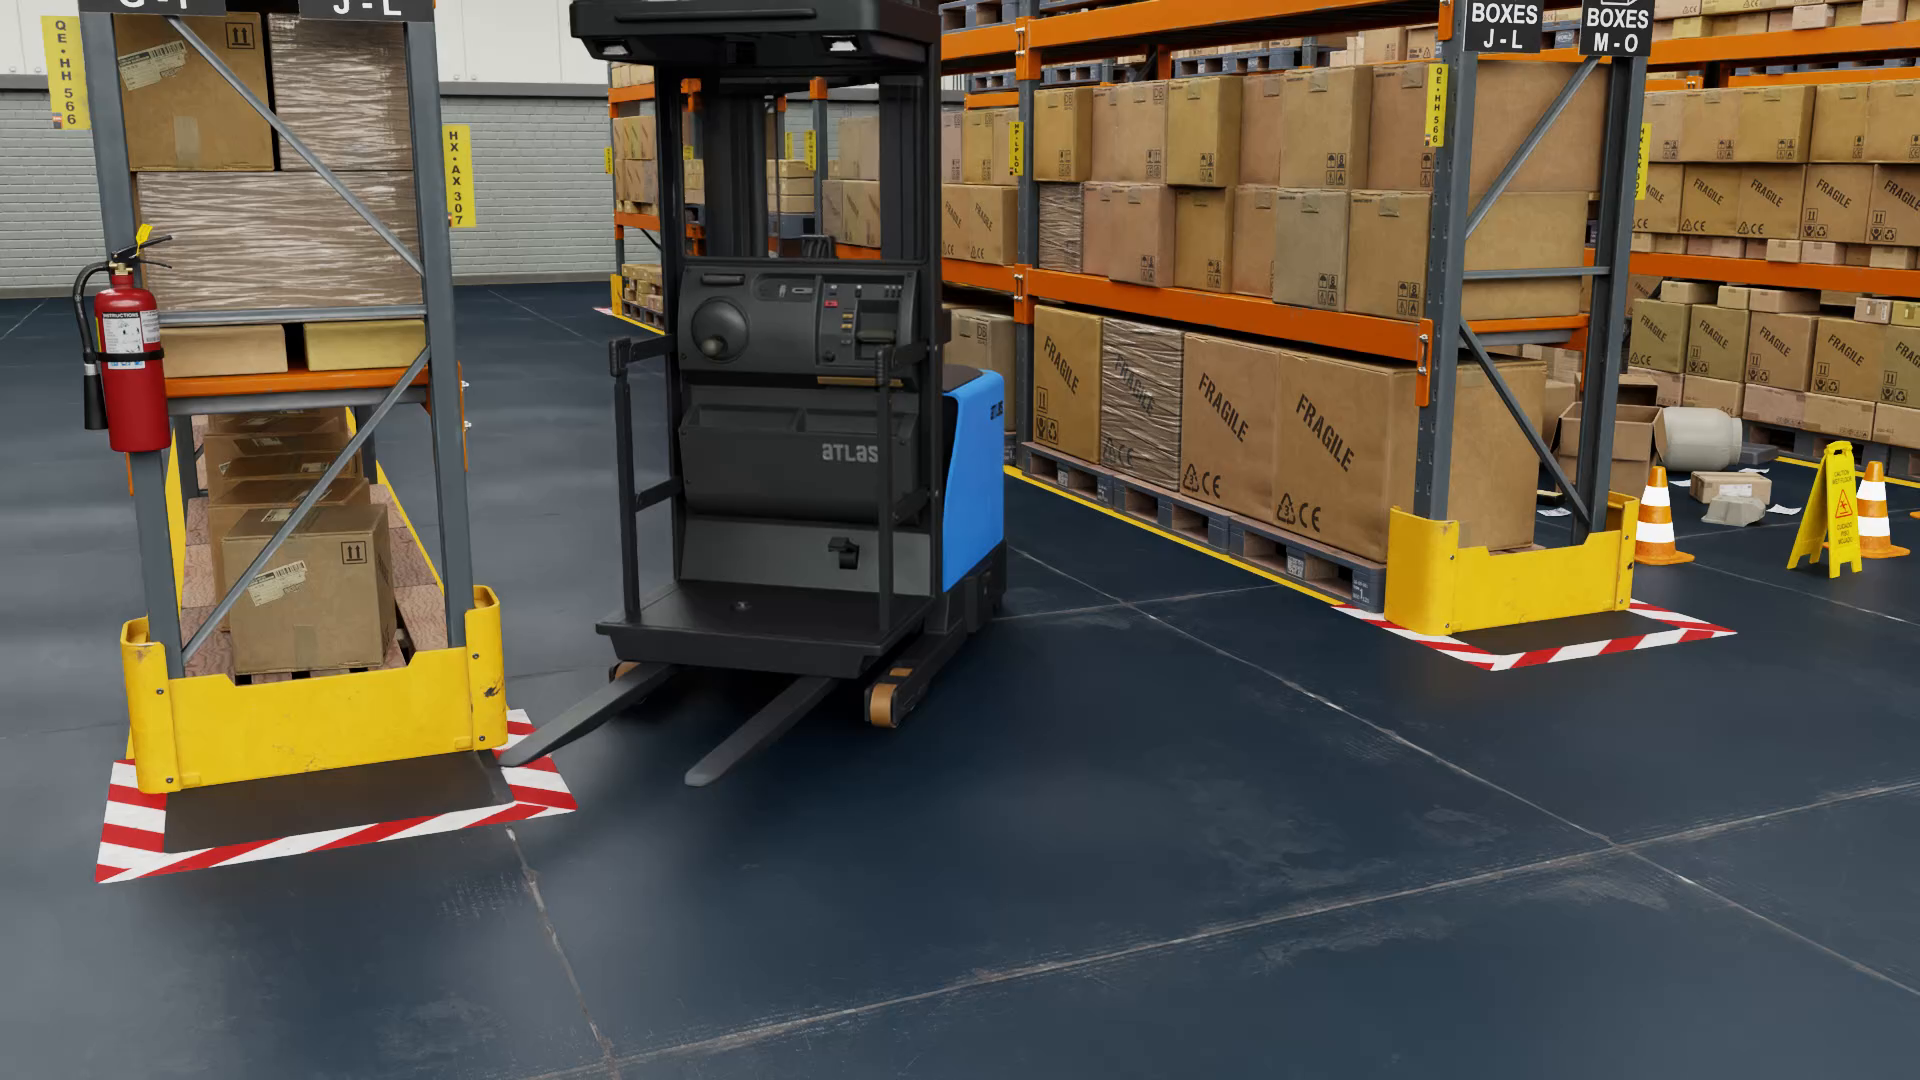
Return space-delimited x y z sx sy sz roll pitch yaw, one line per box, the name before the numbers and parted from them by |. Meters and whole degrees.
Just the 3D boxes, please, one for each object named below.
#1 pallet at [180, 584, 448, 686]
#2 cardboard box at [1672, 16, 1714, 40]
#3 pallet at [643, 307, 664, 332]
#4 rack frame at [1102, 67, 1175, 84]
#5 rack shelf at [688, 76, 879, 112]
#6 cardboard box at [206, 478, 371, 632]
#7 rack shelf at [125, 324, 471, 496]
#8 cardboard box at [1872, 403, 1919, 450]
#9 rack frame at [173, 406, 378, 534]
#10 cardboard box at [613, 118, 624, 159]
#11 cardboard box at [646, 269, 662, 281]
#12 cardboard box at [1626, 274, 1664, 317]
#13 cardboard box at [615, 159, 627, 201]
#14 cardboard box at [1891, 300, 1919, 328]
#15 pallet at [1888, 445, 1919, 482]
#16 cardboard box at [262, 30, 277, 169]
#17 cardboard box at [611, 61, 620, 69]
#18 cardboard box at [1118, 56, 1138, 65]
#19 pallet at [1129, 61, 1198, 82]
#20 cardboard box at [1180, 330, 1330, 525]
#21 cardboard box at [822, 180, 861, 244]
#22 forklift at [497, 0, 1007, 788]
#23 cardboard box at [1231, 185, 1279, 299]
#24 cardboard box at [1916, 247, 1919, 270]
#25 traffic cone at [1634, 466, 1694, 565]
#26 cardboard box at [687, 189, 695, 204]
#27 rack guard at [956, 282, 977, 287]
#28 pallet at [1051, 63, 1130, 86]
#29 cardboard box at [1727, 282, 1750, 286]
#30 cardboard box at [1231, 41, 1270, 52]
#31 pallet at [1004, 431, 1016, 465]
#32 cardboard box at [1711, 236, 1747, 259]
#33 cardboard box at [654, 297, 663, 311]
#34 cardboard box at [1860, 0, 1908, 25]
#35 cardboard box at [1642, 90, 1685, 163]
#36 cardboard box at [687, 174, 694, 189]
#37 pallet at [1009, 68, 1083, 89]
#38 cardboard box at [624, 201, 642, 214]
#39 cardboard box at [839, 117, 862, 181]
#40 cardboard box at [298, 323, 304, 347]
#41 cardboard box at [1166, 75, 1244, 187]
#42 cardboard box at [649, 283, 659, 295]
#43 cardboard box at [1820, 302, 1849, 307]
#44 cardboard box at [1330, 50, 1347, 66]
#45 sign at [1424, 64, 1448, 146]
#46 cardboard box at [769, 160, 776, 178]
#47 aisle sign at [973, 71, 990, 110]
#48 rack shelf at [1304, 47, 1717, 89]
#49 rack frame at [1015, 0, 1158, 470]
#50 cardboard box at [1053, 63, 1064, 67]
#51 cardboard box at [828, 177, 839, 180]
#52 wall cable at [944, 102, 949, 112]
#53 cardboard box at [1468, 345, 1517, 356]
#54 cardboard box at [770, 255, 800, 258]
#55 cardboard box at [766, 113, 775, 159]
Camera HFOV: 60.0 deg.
pallet | -2.459 0.459 6.421 1.003 0.211 1.213 -6 14 -23
cardboard box | 5.294 -3.628 11.797 0.380 0.149 0.250 -6 14 -23
pallet | -3.151 -2.649 19.848 1.003 0.211 1.213 -6 14 -23
rack frame | 2.138 -4.088 19.879 1.000 3.000 0.127 -6 14 -23
rack shelf | -1.556 -4.317 15.814 1.077 0.370 4.000 -6 14 -23
cardboard box | -2.641 0.049 6.618 0.500 0.500 0.500 -2 13 -8
rack shelf | -2.936 -0.776 7.166 1.077 0.370 4.000 -6 14 -23
cardboard box | 6.174 -0.724 10.511 0.500 0.250 0.500 -6 14 -23
rack frame | -3.738 -1.540 8.870 1.000 3.000 0.127 -6 14 -23
cardboard box | -4.023 -5.010 20.765 0.500 0.500 0.500 -6 14 -23
cardboard box | -3.579 -3.201 20.120 0.380 0.149 0.250 -5 14 -21
cardboard box | 7.921 -2.765 18.777 0.500 0.500 0.500 -5 14 -21
cardboard box | -4.033 -4.522 20.874 0.500 0.500 0.500 -5 14 -20
cardboard box | 6.079 -1.419 10.412 0.380 0.149 0.250 -5 14 -22
pallet | 6.621 -0.437 10.288 1.003 0.211 1.213 -6 14 -23
cardboard box | -2.300 -1.636 6.188 0.500 0.500 0.500 -6 14 -23
cardboard box | -4.018 -5.962 20.548 0.500 0.250 0.500 -5 14 -22
cardboard box | 2.018 -5.553 18.925 0.396 0.266 0.258 -6 14 -23
pallet | 2.550 -5.271 18.763 0.805 0.209 1.217 -6 14 -25
cardboard box | 1.763 -0.626 8.701 0.875 0.875 0.875 -6 14 -24
cardboard box | -0.822 -2.725 13.769 0.500 0.500 0.500 -5 14 -22
forklift | -0.669 -0.848 6.036 1.130 2.935 3.031 4 13 15
cardboard box | 1.910 -1.525 8.473 0.875 0.550 0.550 -6 14 -23
cardboard box | 6.208 -1.757 10.367 0.380 0.149 0.250 -5 14 -22
traffic cone | 3.538 -0.142 8.459 0.336 0.463 0.334 -6 14 -23
cardboard box | -2.621 -3.579 17.307 0.380 0.149 0.250 -6 14 -26
rack guard | 0.526 -3.701 23.753 1.175 0.500 0.348 -6 14 -23
pallet | 1.820 -5.676 20.285 1.003 0.211 1.213 -6 14 -23
cardboard box | 8.524 -2.628 17.907 0.875 0.625 0.625 -5 14 -21
cardboard box | 3.170 -5.163 16.721 0.700 0.500 0.500 -6 15 -26
pallet | 0.469 -0.761 11.689 1.003 0.211 1.213 -6 14 -23
cardboard box | 5.525 -2.064 11.695 0.380 0.149 0.250 -5 14 -21
cardboard box | -3.411 -2.806 19.733 0.380 0.149 0.250 -6 14 -23
cardboard box | 5.890 -3.309 10.420 0.380 0.149 0.250 -6 14 -24
cardboard box | 5.320 -3.005 12.102 0.700 0.500 0.500 -6 14 -24
cardboard box | -2.621 -3.724 17.273 0.380 0.149 0.250 -5 14 -22
pallet | 1.335 -5.927 21.372 1.003 0.211 1.213 -6 14 -23
cardboard box | -3.931 -4.118 20.567 0.380 0.149 0.250 -6 14 -25
cardboard box | -0.584 -3.235 13.757 0.700 0.500 0.500 -6 14 -23
cardboard box | -2.319 -0.827 6.350 0.380 0.149 0.250 -6 14 -23
cardboard box | 1.601 -2.151 8.783 0.875 0.550 0.500 -6 14 -23
cardboard box | -3.551 -3.062 20.178 0.380 0.149 0.250 -6 14 -26
cardboard box | 6.031 -1.462 12.039 0.500 0.500 0.500 -5 14 -22
cardboard box | 3.711 -4.520 15.651 0.380 0.149 0.250 -6 14 -23
sign | 1.947 -1.774 6.788 0.100 0.325 0.005 -6 14 -23
cardboard box | -1.470 -3.277 14.684 0.380 0.149 0.250 -6 14 -24
aisle sign | 0.241 -6.169 23.107 0.394 0.787 0.004 -6 14 -23
rack shelf | 4.541 -3.959 14.266 1.077 0.370 4.000 -6 14 -23
rack frame | 0.848 -1.967 10.715 1.000 3.000 0.127 -6 14 -23
cardboard box | 1.568 -6.128 20.662 0.797 0.503 0.637 -4 14 -19
cardboard box | -0.985 -3.249 15.222 0.380 0.149 0.250 -6 14 -25
wall cable | -0.450 -6.702 28.923 0.588 1.984 0.122 -6 14 -23
cardboard box | 3.724 -1.419 12.212 0.500 0.500 0.500 -6 14 -23
cardboard box | -1.827 -2.841 17.440 0.500 0.250 0.500 -6 14 -24
cardboard box | -2.315 -4.416 18.197 0.500 0.500 0.500 -5 14 -22
